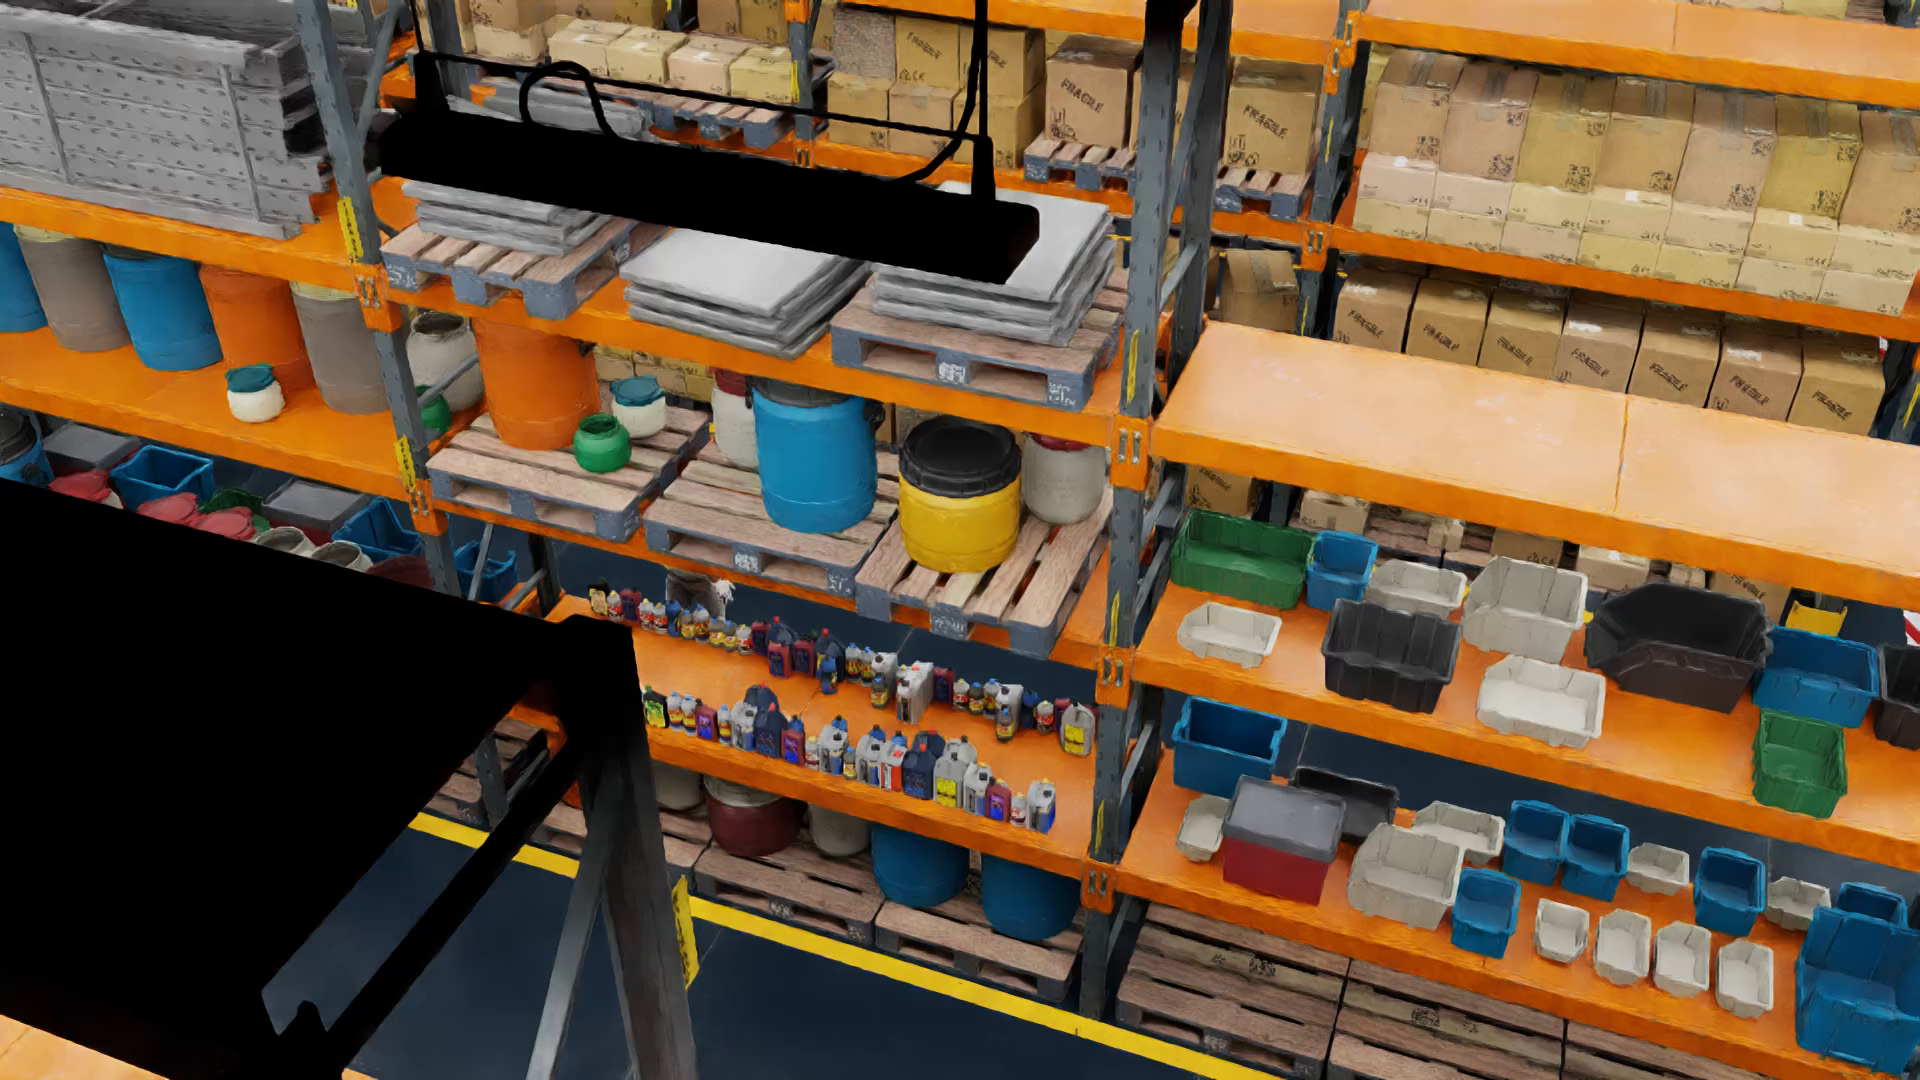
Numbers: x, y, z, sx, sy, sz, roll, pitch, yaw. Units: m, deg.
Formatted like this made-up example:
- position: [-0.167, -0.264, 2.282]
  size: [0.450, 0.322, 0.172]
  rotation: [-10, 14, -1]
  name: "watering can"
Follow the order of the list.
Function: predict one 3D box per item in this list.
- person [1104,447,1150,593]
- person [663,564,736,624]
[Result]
- position: [1.113, -0.324, 12.366]
  size: [1.112, 1.701, 0.571]
  rotation: [12, 38, 16]
  name: "person"
- position: [-1.805, 0.186, 11.621]
  size: [0.664, 1.785, 0.581]
  rotation: [29, 45, 33]
  name: "person"
